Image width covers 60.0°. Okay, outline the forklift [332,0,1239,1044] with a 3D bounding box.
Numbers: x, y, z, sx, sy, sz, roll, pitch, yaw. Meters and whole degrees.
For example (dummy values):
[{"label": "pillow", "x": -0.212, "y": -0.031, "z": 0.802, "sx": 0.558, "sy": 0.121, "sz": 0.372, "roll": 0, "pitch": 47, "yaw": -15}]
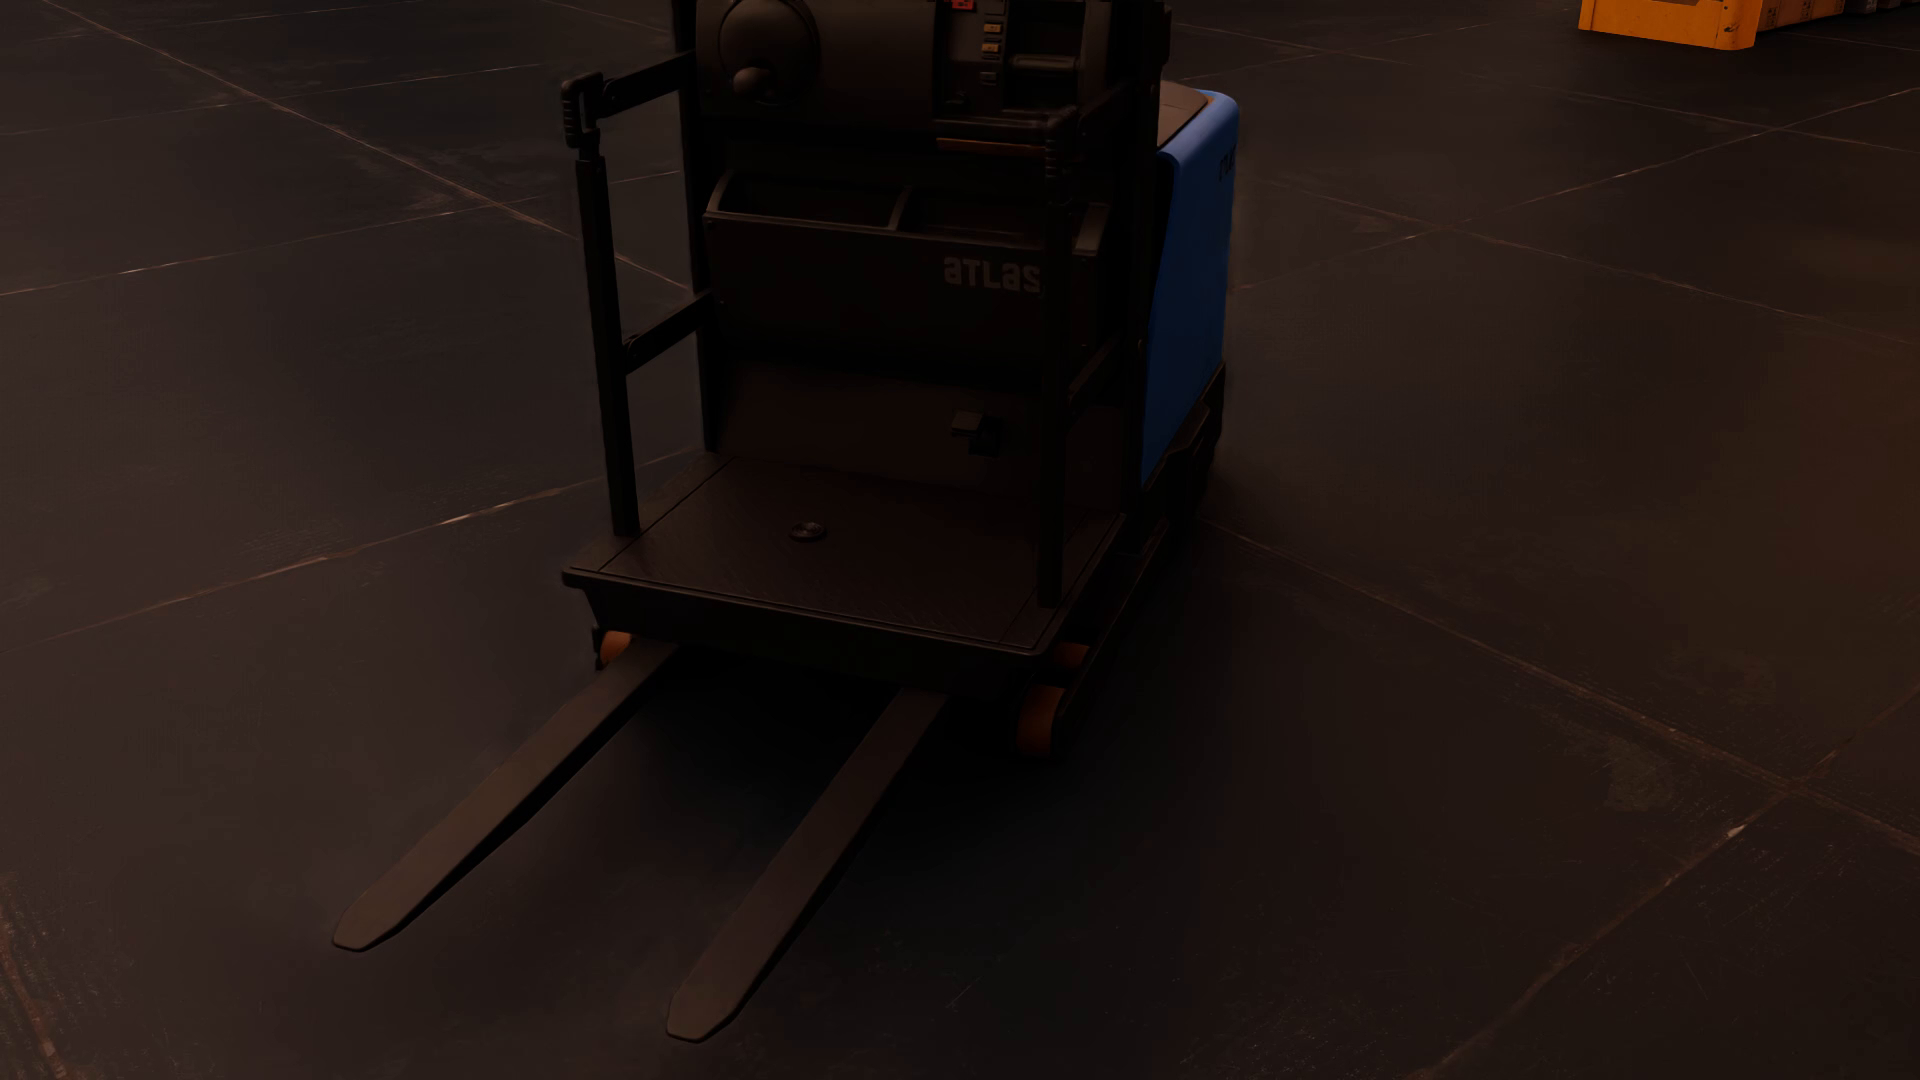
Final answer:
[{"label": "forklift", "x": -0.194, "y": -1.046, "z": 3.311, "sx": 1.130, "sy": 2.935, "sz": 3.031, "roll": 9, "pitch": 28, "yaw": 18}]
